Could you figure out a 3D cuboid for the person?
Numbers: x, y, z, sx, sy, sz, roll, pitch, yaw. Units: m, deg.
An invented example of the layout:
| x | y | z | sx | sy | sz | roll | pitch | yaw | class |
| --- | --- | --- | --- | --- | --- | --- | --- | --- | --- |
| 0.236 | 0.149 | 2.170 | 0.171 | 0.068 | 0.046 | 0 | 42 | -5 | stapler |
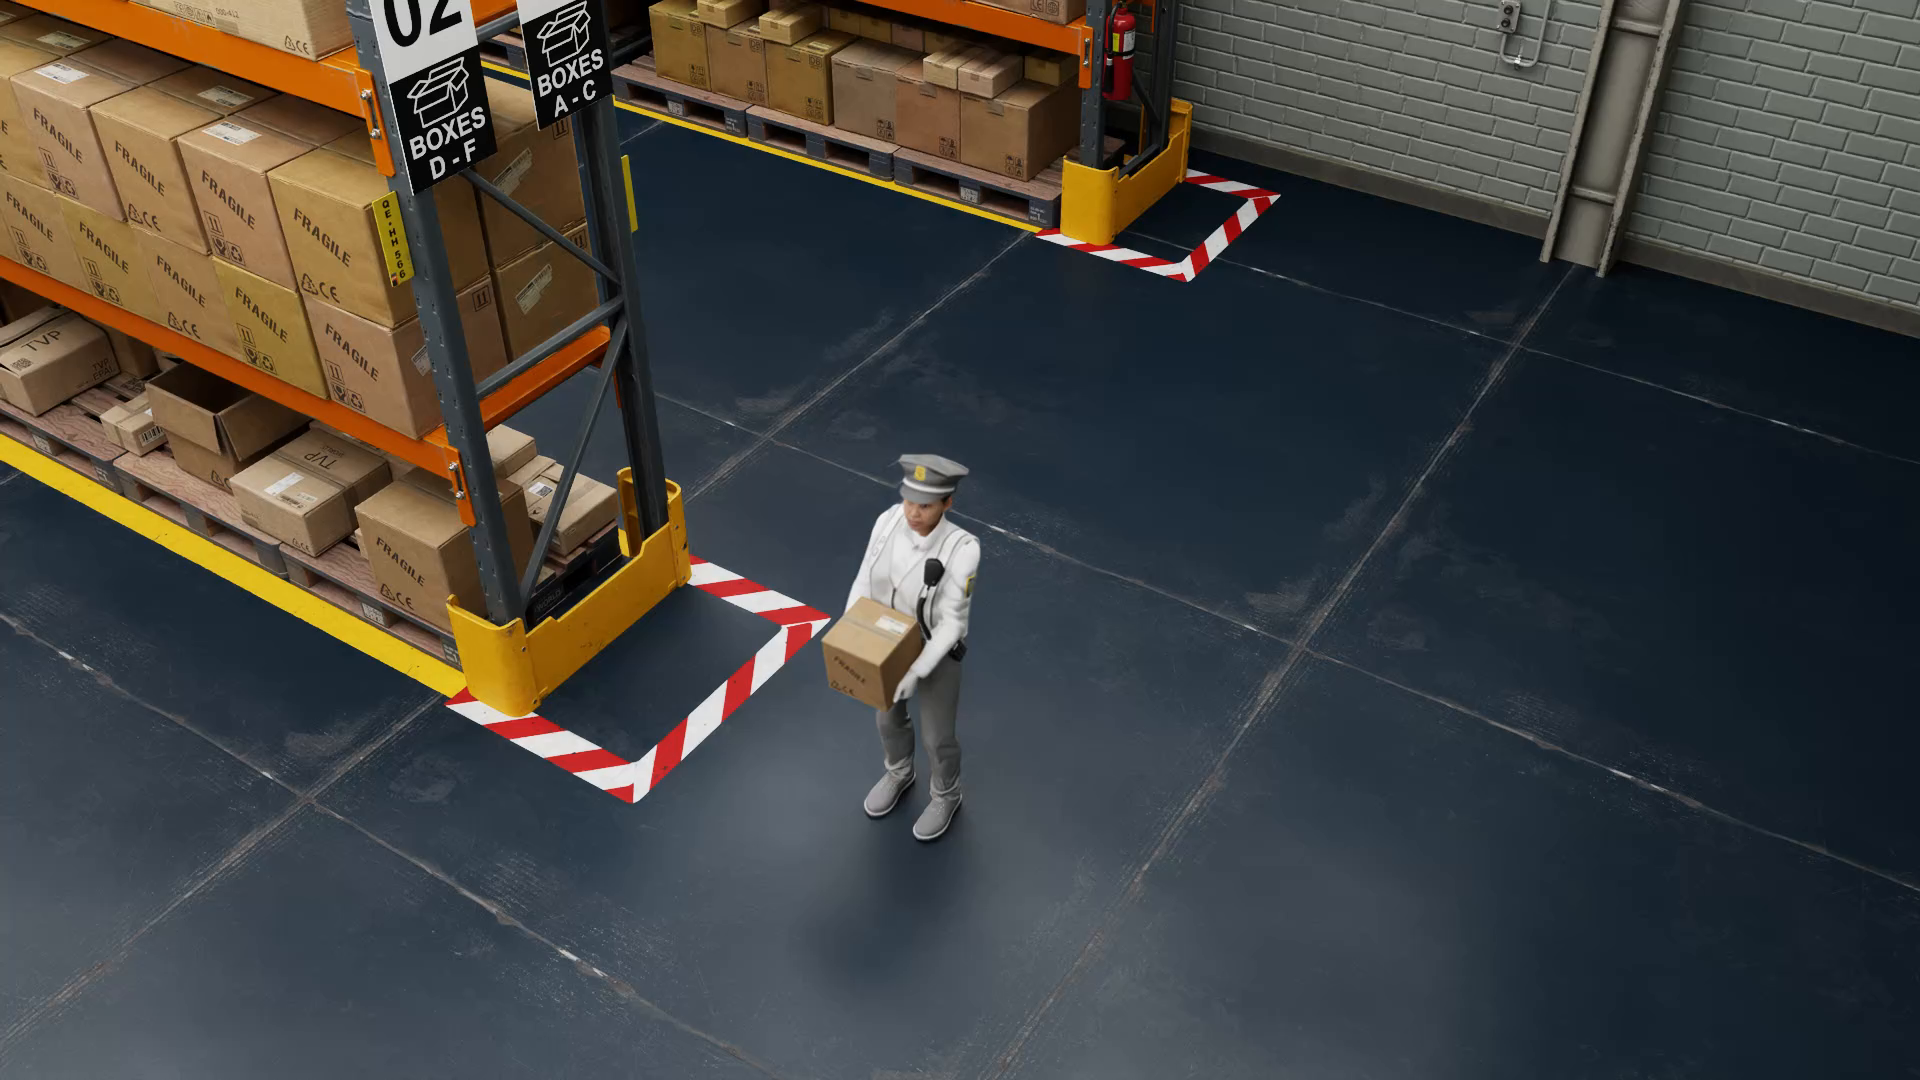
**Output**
| x | y | z | sx | sy | sz | roll | pitch | yaw | class |
| --- | --- | --- | --- | --- | --- | --- | --- | --- | --- |
| -0.191 | 0.428 | 6.122 | 0.461 | 1.687 | 0.556 | 22 | 43 | 25 | person |
